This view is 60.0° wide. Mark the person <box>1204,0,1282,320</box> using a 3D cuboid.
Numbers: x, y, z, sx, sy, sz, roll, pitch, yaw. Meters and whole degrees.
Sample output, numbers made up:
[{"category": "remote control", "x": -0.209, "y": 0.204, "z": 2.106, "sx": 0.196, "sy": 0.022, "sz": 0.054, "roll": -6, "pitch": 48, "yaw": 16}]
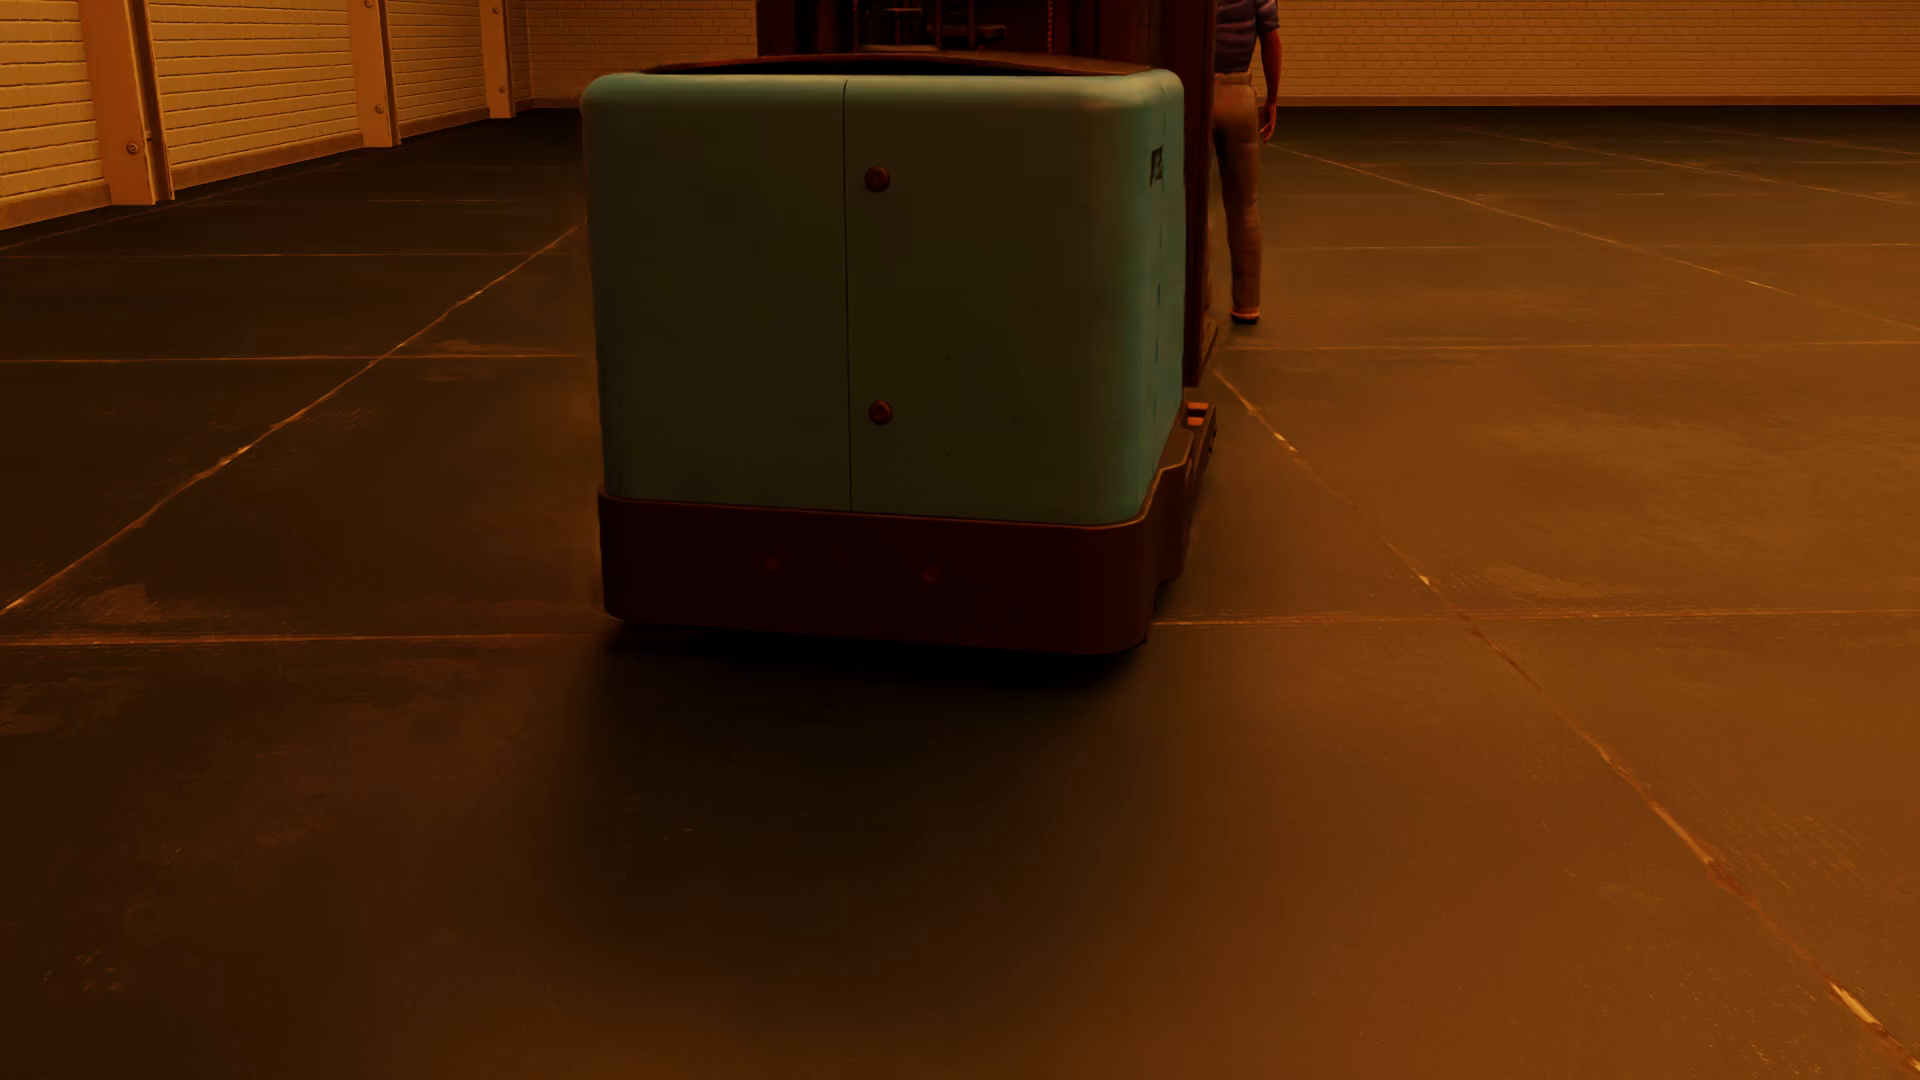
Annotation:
[{"category": "person", "x": 0.989, "y": -1.684, "z": 6.586, "sx": 0.554, "sy": 1.661, "sz": 0.487, "roll": -1, "pitch": 17, "yaw": -4}]

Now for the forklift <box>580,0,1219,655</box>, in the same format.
[{"category": "forklift", "x": 0.110, "y": -1.584, "z": 4.086, "sx": 1.130, "sy": 2.935, "sz": 3.031, "roll": 3, "pitch": 17, "yaw": 11}]
